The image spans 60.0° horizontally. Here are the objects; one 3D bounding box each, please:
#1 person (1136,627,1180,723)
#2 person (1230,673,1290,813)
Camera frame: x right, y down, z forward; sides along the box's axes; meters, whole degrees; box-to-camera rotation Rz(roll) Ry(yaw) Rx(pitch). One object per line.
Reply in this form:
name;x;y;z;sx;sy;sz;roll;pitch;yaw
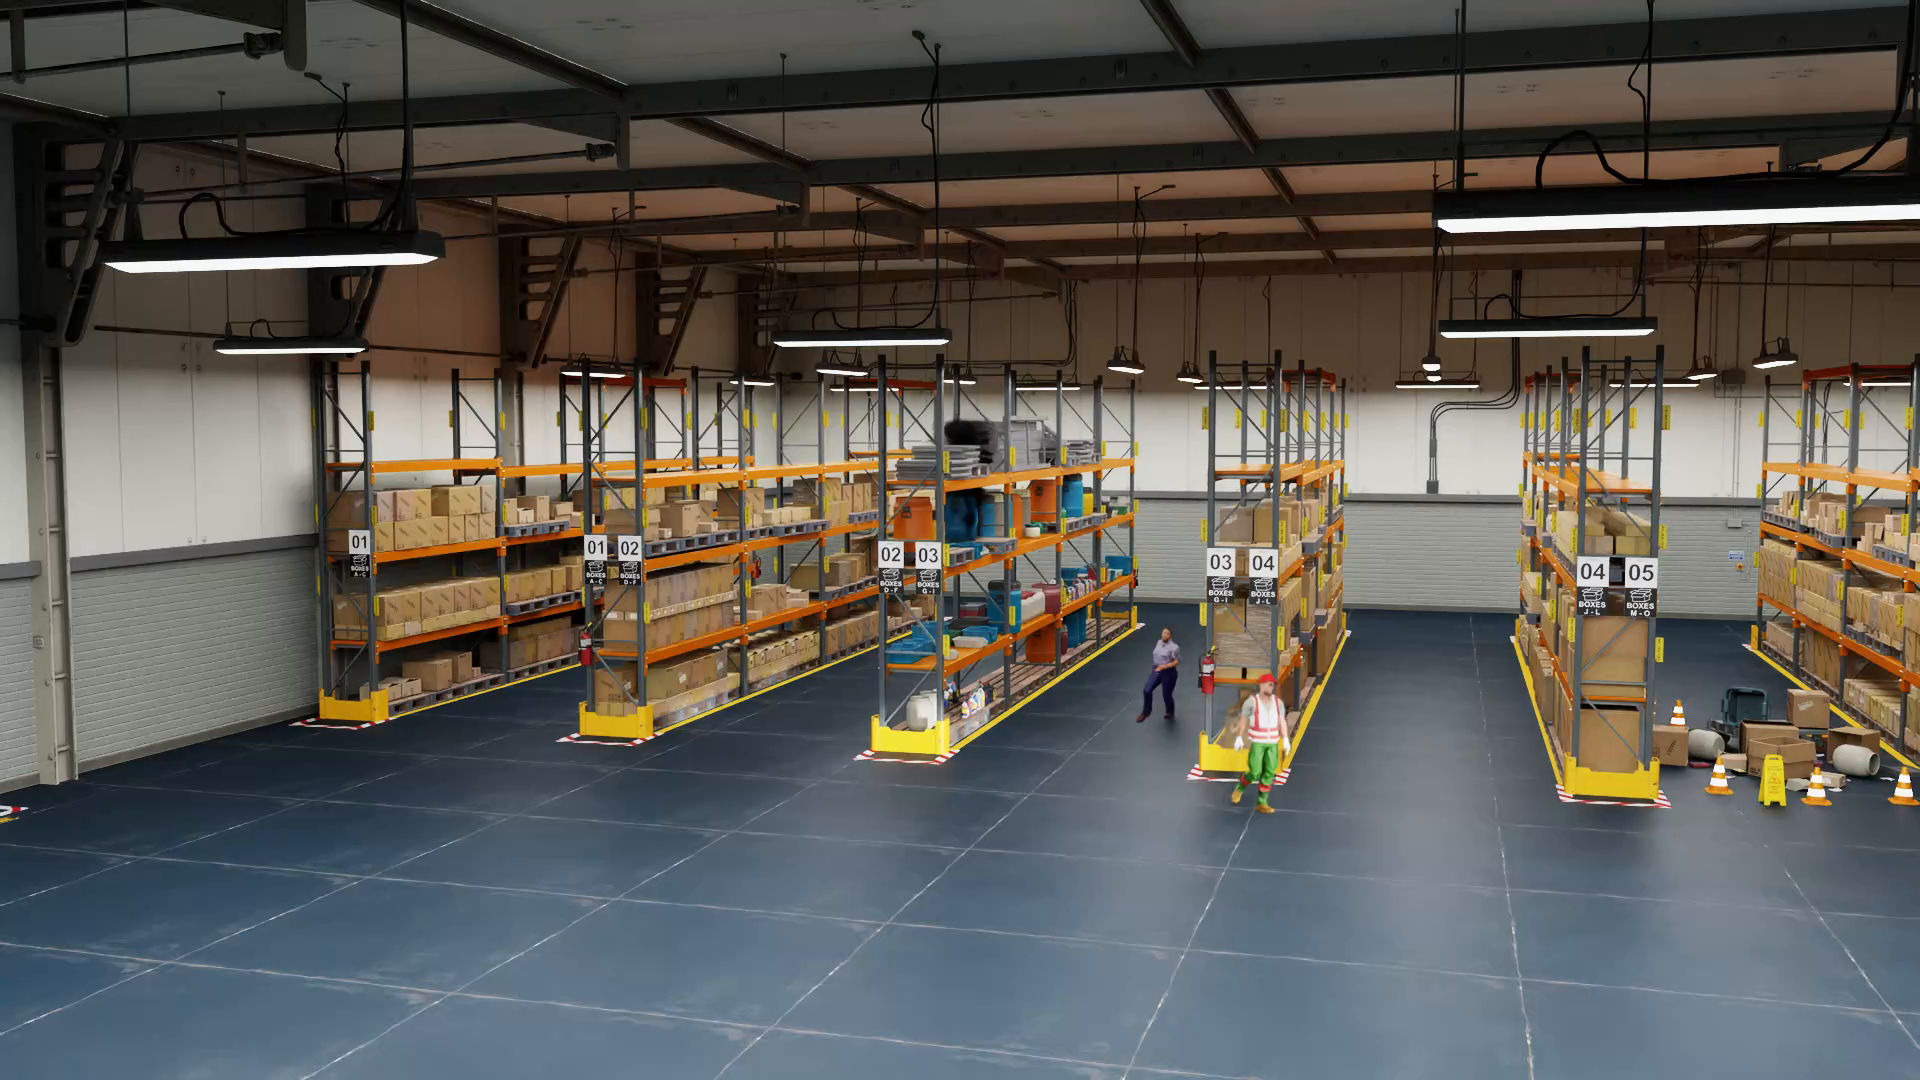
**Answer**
person;3.348;2.221;27.501;0.698;1.609;0.779;3;5;39
person;3.831;2.585;21.294;0.647;1.779;0.606;-1;4;-17
